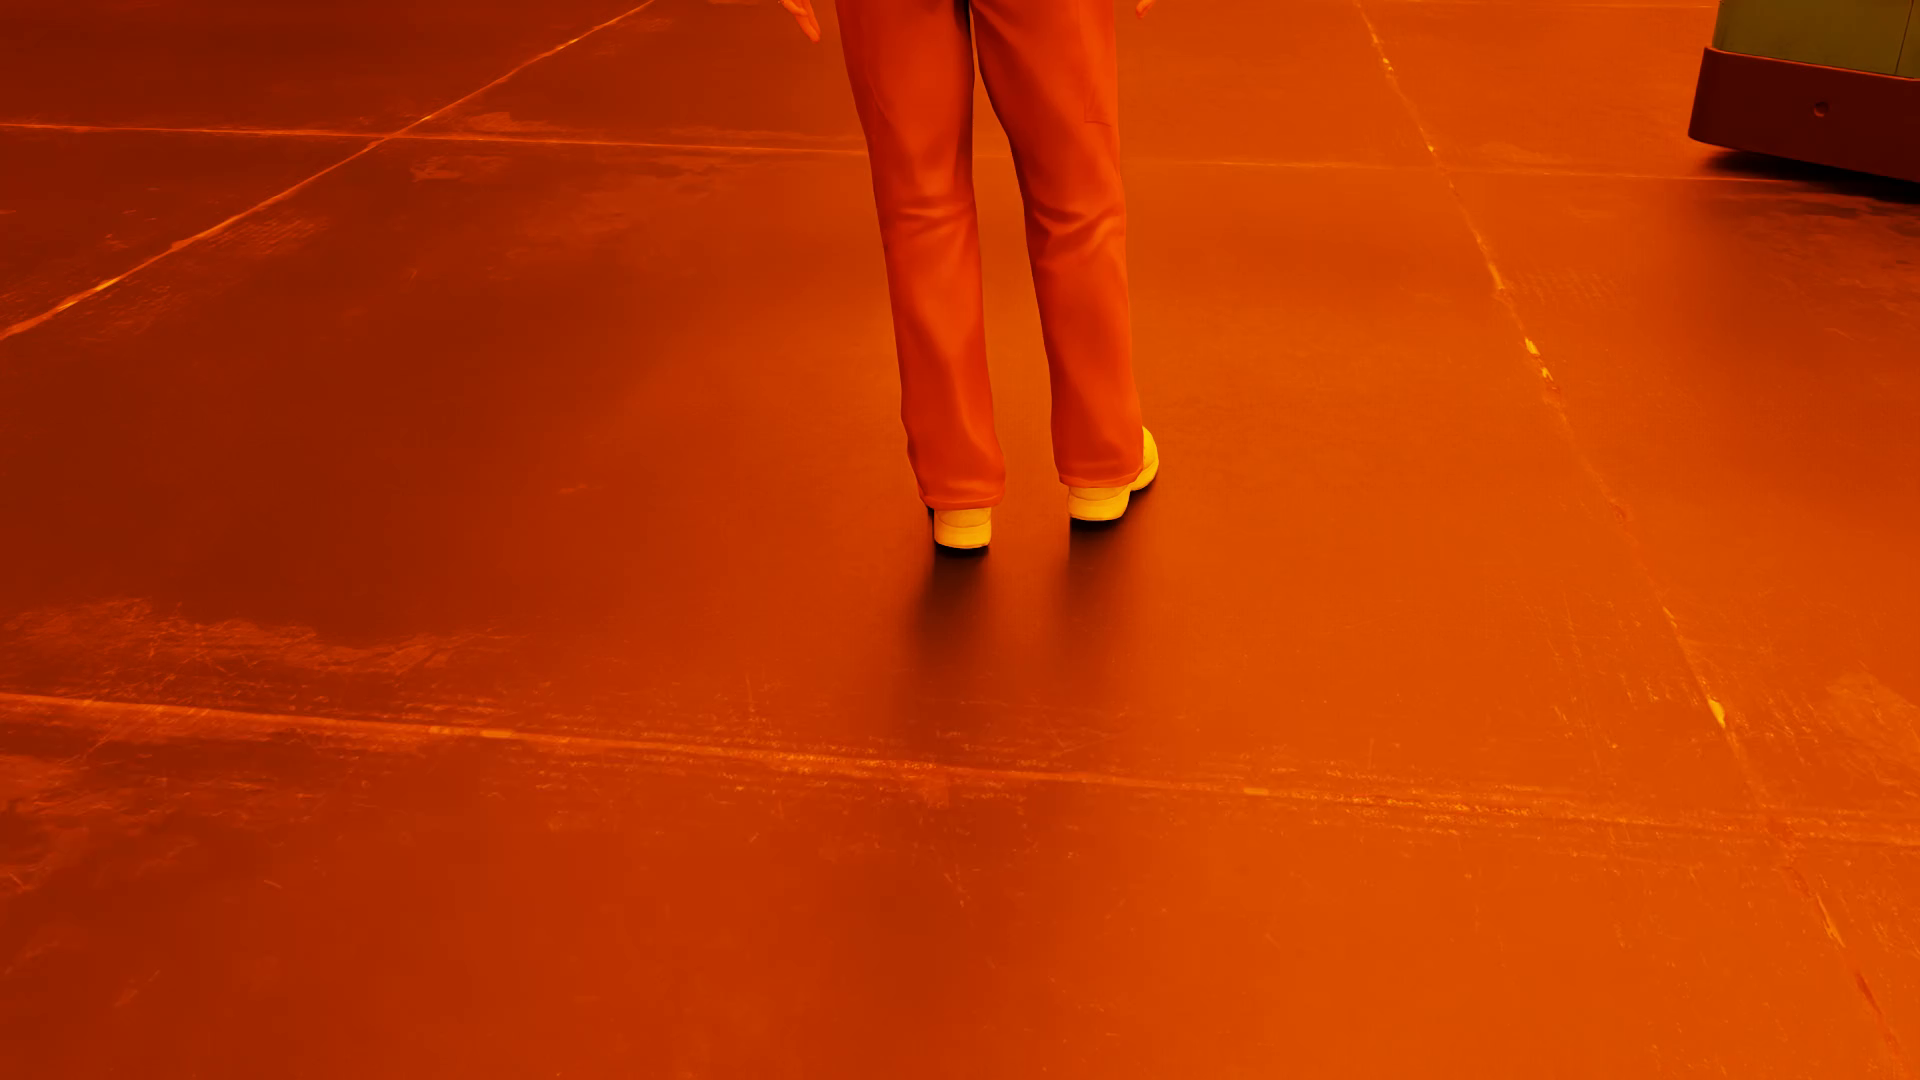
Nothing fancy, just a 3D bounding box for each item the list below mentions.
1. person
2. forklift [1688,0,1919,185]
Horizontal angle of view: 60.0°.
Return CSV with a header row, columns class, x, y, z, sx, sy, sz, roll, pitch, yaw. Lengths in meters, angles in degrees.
class,x,y,z,sx,sy,sz,roll,pitch,yaw
person,0.023,-0.786,2.200,0.553,1.657,0.526,3,27,7
forklift,3.439,-2.608,4.444,3.031,2.935,1.130,-21,33,-36
